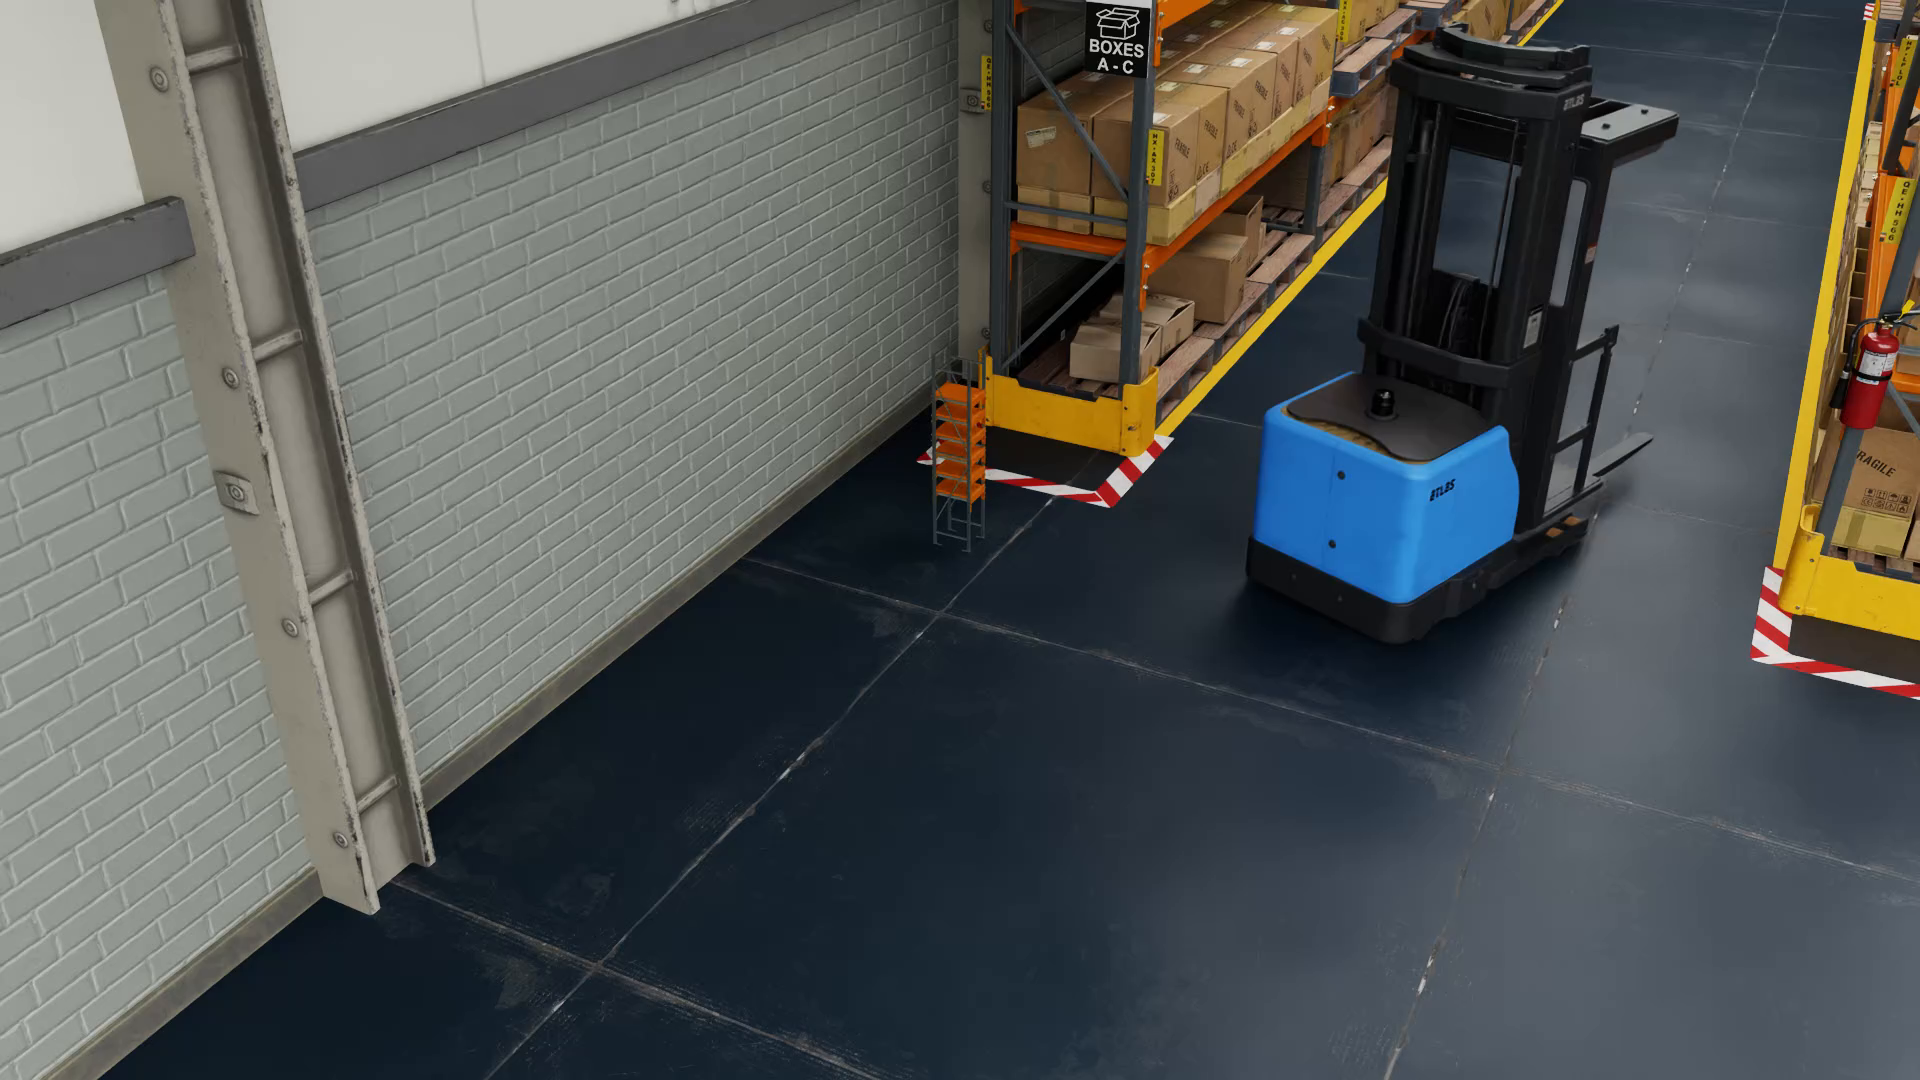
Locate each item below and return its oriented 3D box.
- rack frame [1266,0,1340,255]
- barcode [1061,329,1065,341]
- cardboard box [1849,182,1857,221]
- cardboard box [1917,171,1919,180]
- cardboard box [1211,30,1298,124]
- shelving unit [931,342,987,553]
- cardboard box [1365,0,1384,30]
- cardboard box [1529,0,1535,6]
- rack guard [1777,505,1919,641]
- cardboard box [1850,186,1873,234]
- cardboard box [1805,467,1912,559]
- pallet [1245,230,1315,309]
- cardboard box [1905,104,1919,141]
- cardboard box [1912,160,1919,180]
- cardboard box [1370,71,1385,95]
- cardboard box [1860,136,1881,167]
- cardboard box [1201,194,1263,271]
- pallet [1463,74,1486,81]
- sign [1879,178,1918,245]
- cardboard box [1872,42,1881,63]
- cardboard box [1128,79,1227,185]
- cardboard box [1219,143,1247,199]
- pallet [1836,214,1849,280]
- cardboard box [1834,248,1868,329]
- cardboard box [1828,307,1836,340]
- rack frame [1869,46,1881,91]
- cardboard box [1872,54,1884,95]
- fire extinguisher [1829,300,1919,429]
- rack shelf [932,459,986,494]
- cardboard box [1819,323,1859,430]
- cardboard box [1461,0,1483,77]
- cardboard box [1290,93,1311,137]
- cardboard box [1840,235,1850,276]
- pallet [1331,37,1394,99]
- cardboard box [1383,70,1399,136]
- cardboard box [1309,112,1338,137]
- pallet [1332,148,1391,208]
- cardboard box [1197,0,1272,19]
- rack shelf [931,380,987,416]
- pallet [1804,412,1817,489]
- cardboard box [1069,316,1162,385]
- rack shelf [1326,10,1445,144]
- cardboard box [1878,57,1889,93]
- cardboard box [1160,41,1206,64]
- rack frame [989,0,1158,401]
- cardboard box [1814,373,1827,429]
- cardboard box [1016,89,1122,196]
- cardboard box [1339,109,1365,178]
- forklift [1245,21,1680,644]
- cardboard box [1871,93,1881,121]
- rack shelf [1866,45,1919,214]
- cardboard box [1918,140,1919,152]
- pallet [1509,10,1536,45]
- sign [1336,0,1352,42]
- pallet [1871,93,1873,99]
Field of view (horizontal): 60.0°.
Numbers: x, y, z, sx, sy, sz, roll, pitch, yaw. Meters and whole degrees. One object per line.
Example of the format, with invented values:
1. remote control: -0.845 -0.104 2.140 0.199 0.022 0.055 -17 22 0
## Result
1. rack frame: 2.483 -3.770 13.302 1.000 3.000 0.127 14 33 23
2. barcode: 0.708 -1.410 11.443 0.001 0.075 0.075 14 33 23
3. cardboard box: 7.757 -2.790 13.936 0.500 0.250 0.500 13 32 22
4. cardboard box: 5.782 -2.100 9.642 0.380 0.149 0.250 14 33 23
5. cardboard box: 2.082 -3.315 11.889 0.500 0.500 0.500 13 32 22
6. shelving unit: -0.007 -0.514 9.440 0.258 1.200 0.189 14 33 23
7. cardboard box: 3.278 -4.767 14.496 0.700 0.500 0.500 19 35 30
8. cardboard box: 7.027 -7.171 21.315 0.700 0.500 0.500 15 33 24
9. rack guard: 5.062 0.220 8.864 1.175 0.500 0.348 14 33 23
10. cardboard box: 7.285 -2.578 13.003 0.500 0.311 0.500 14 33 23
11. cardboard box: 5.054 -0.169 9.371 0.500 0.250 0.500 14 33 23
12. pallet: 2.209 -2.255 13.464 1.003 0.211 1.213 14 33 23
13. cardboard box: 7.132 -3.021 12.133 0.396 0.266 0.258 13 33 22
14. cardboard box: 6.464 -2.257 10.568 0.700 0.500 0.500 14 33 23
15. cardboard box: 3.708 -4.405 15.725 0.500 0.250 0.500 15 33 24
16. cardboard box: 7.985 -3.253 14.179 0.500 0.311 0.500 13 33 22
17. cardboard box: 2.046 -2.407 12.998 0.500 0.500 0.500 12 32 20
18. pallet: 5.289 -5.205 18.602 1.003 0.211 1.213 14 33 23
19. sign: 4.596 -1.608 8.138 0.100 0.325 0.005 14 33 23
20. cardboard box: 10.546 -5.618 18.589 0.500 0.500 0.500 14 33 23
21. cardboard box: 1.380 -2.625 10.687 0.500 0.500 0.500 14 33 23
22. cardboard box: 1.627 -2.542 11.295 0.500 0.250 0.500 14 33 23
23. pallet: 7.750 -2.317 13.572 1.003 0.211 1.213 14 33 23
24. cardboard box: 6.184 -1.604 11.118 0.500 0.500 0.500 14 33 23
25. cardboard box: 6.414 -1.500 11.690 0.500 0.250 0.500 14 33 23
26. rack frame: 10.539 -6.194 17.524 1.000 3.000 0.127 14 33 23
27. cardboard box: 9.634 -4.683 16.961 0.500 0.500 0.500 15 33 24
28. fire extinguisher: 4.605 -0.894 8.372 0.296 0.674 0.183 14 33 23
29. rack shelf: -0.007 -0.371 9.522 0.258 0.103 0.180 14 33 23
30. cardboard box: 5.494 -0.941 9.963 0.500 0.500 0.500 14 33 23
31. cardboard box: 5.162 -5.476 18.010 0.750 0.750 0.750 14 33 23
32. cardboard box: 2.303 -3.215 12.468 0.500 0.250 0.500 14 33 23
33. cardboard box: 7.058 -2.111 12.753 0.500 0.250 0.500 14 33 23
34. pallet: 2.961 -3.992 13.882 1.003 0.211 1.213 14 33 23
35. cardboard box: 4.024 -4.319 16.327 0.700 0.500 0.500 15 33 24
36. cardboard box: 3.001 -3.728 14.544 0.500 0.250 0.500 14 33 22
37. pallet: 3.391 -3.449 15.544 1.003 0.211 1.213 14 33 23
38. cardboard box: 2.083 -3.877 12.867 0.500 0.500 0.500 14 33 22
39. rack shelf: -0.007 -0.788 9.283 0.258 0.103 0.180 14 33 23
40. pallet: 5.941 -0.552 10.500 1.003 0.211 1.213 14 33 23
41. cardboard box: 1.056 -1.307 11.273 0.500 0.311 0.500 11 32 18
42. rack shelf: 3.394 -4.344 15.025 1.077 0.370 4.000 14 33 23
43. cardboard box: 8.956 -4.346 15.622 0.500 0.250 0.500 16 33 25
44. cardboard box: 1.386 -3.197 11.682 0.500 0.500 0.500 15 33 24
45. rack frame: 0.661 -1.996 10.214 1.000 3.000 0.127 14 33 23
46. cardboard box: 5.726 -0.836 10.534 0.500 0.250 0.500 14 33 23
47. cardboard box: 0.686 -2.522 10.508 0.500 0.500 0.500 14 33 23
48. cardboard box: 3.263 -3.664 15.187 0.700 0.500 0.500 15 33 24
49. forklift: 3.021 -1.346 9.151 3.031 2.935 1.130 -25 38 -36
50. cardboard box: 8.934 -3.995 15.764 0.500 0.500 0.500 16 33 25
51. rack shelf: 7.806 -3.222 13.071 1.077 0.370 4.000 14 33 23
52. cardboard box: 6.136 -2.444 10.242 0.380 0.149 0.250 13 32 22
53. pallet: 6.544 -6.426 20.729 1.003 0.211 1.213 14 33 23
54. sign: 2.970 -4.025 12.878 0.100 0.325 0.005 14 33 23
55. pallet: 10.202 -4.615 17.576 1.003 0.211 1.213 14 33 23
